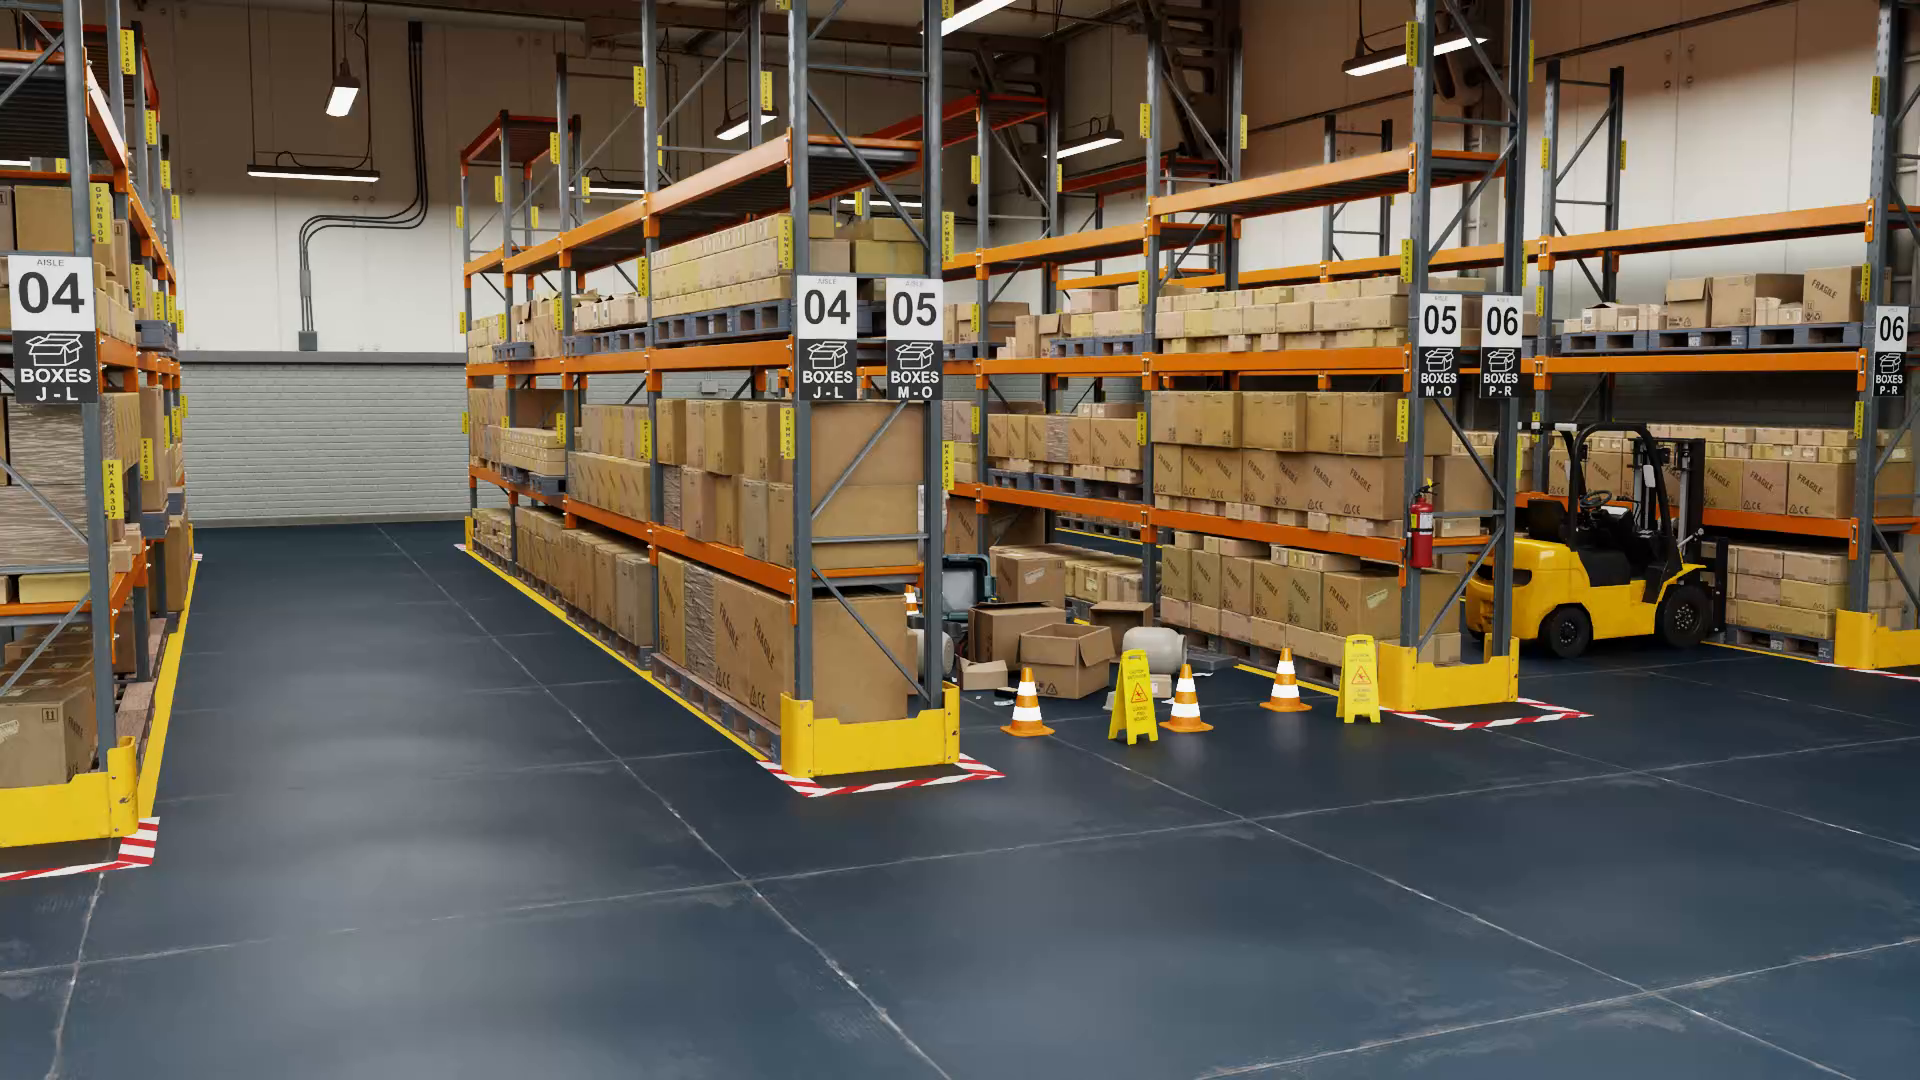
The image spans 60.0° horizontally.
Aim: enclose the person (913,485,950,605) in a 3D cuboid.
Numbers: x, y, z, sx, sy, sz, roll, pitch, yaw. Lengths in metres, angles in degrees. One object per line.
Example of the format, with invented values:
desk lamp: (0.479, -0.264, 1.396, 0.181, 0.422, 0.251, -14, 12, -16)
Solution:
person: (-0.382, -0.135, 19.012, 0.597, 1.747, 0.437, -3, 6, -27)
